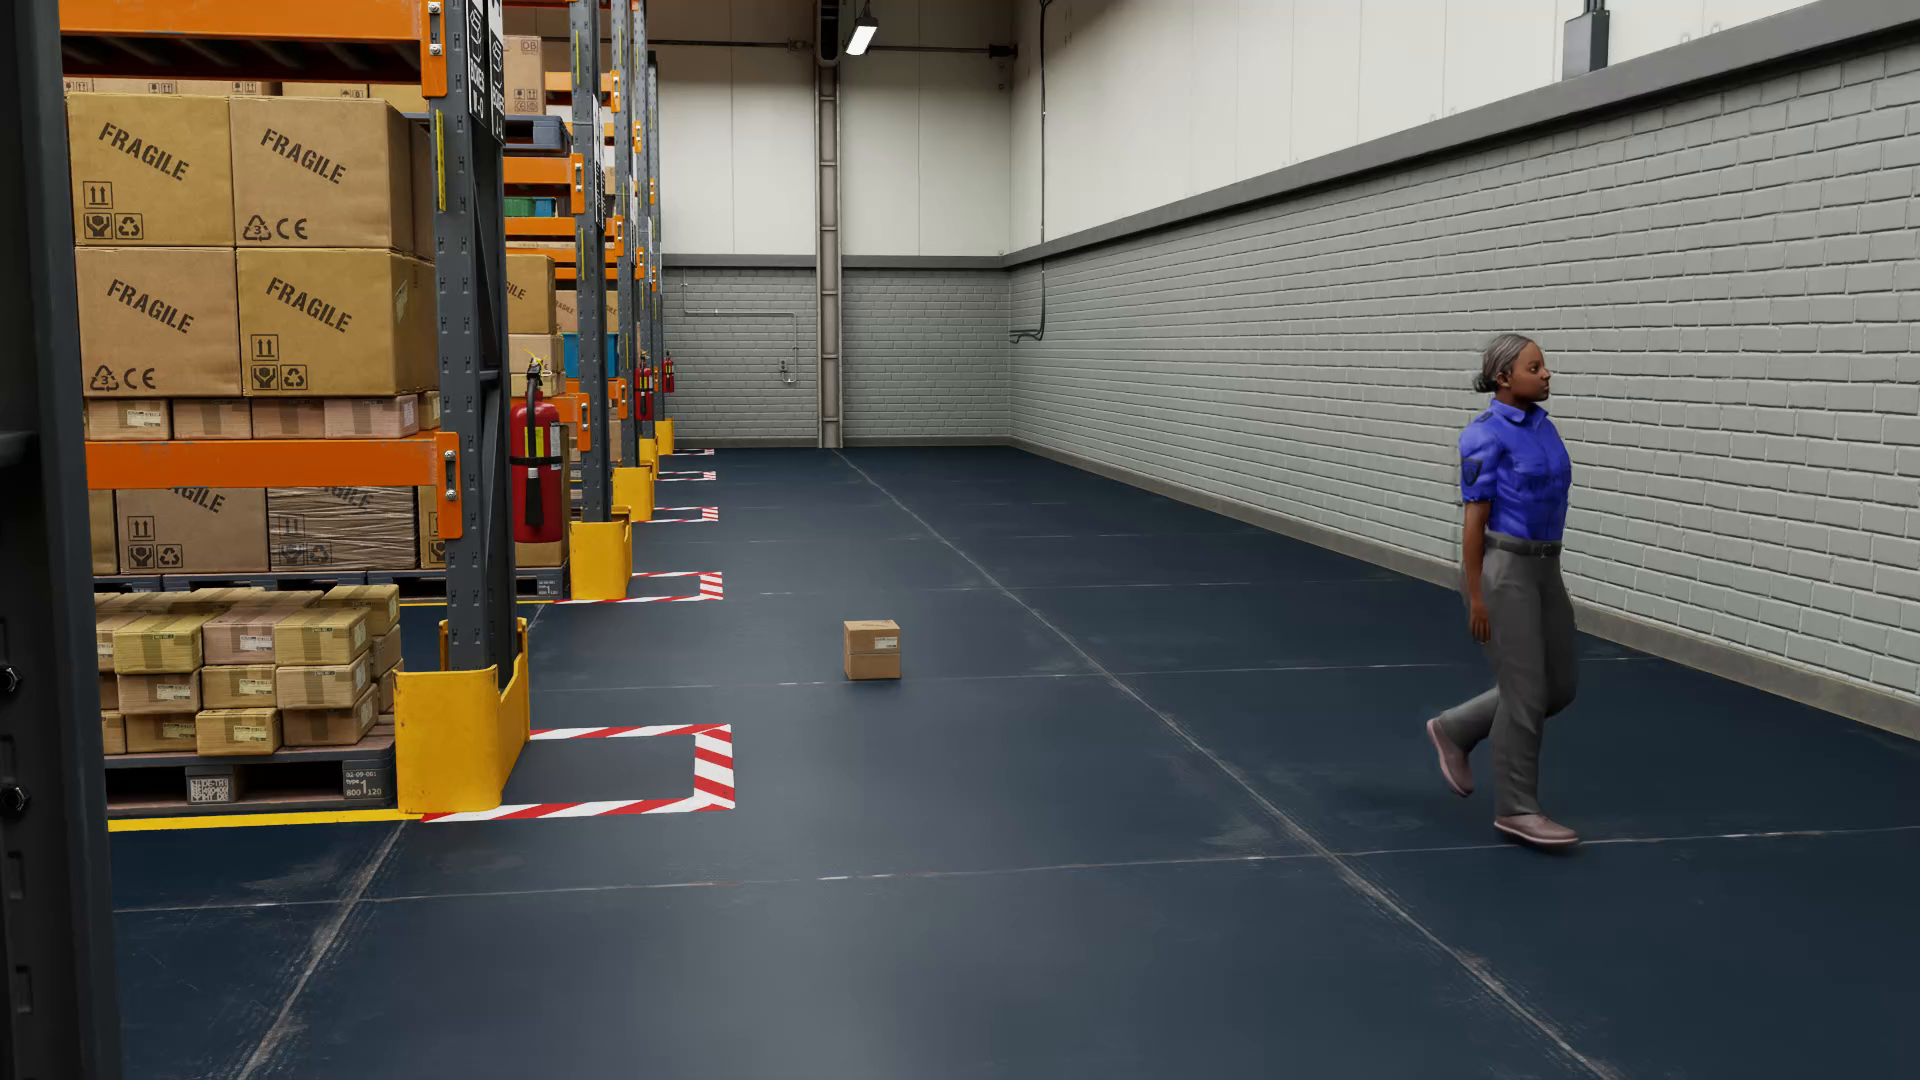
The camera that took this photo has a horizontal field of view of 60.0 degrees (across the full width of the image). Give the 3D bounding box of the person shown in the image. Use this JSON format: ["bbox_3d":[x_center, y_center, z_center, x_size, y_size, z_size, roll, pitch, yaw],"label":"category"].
[{"bbox_3d":[1.803,0.141,5.499,0.449,1.636,0.653,-5,9,-40],"label":"person"}]
